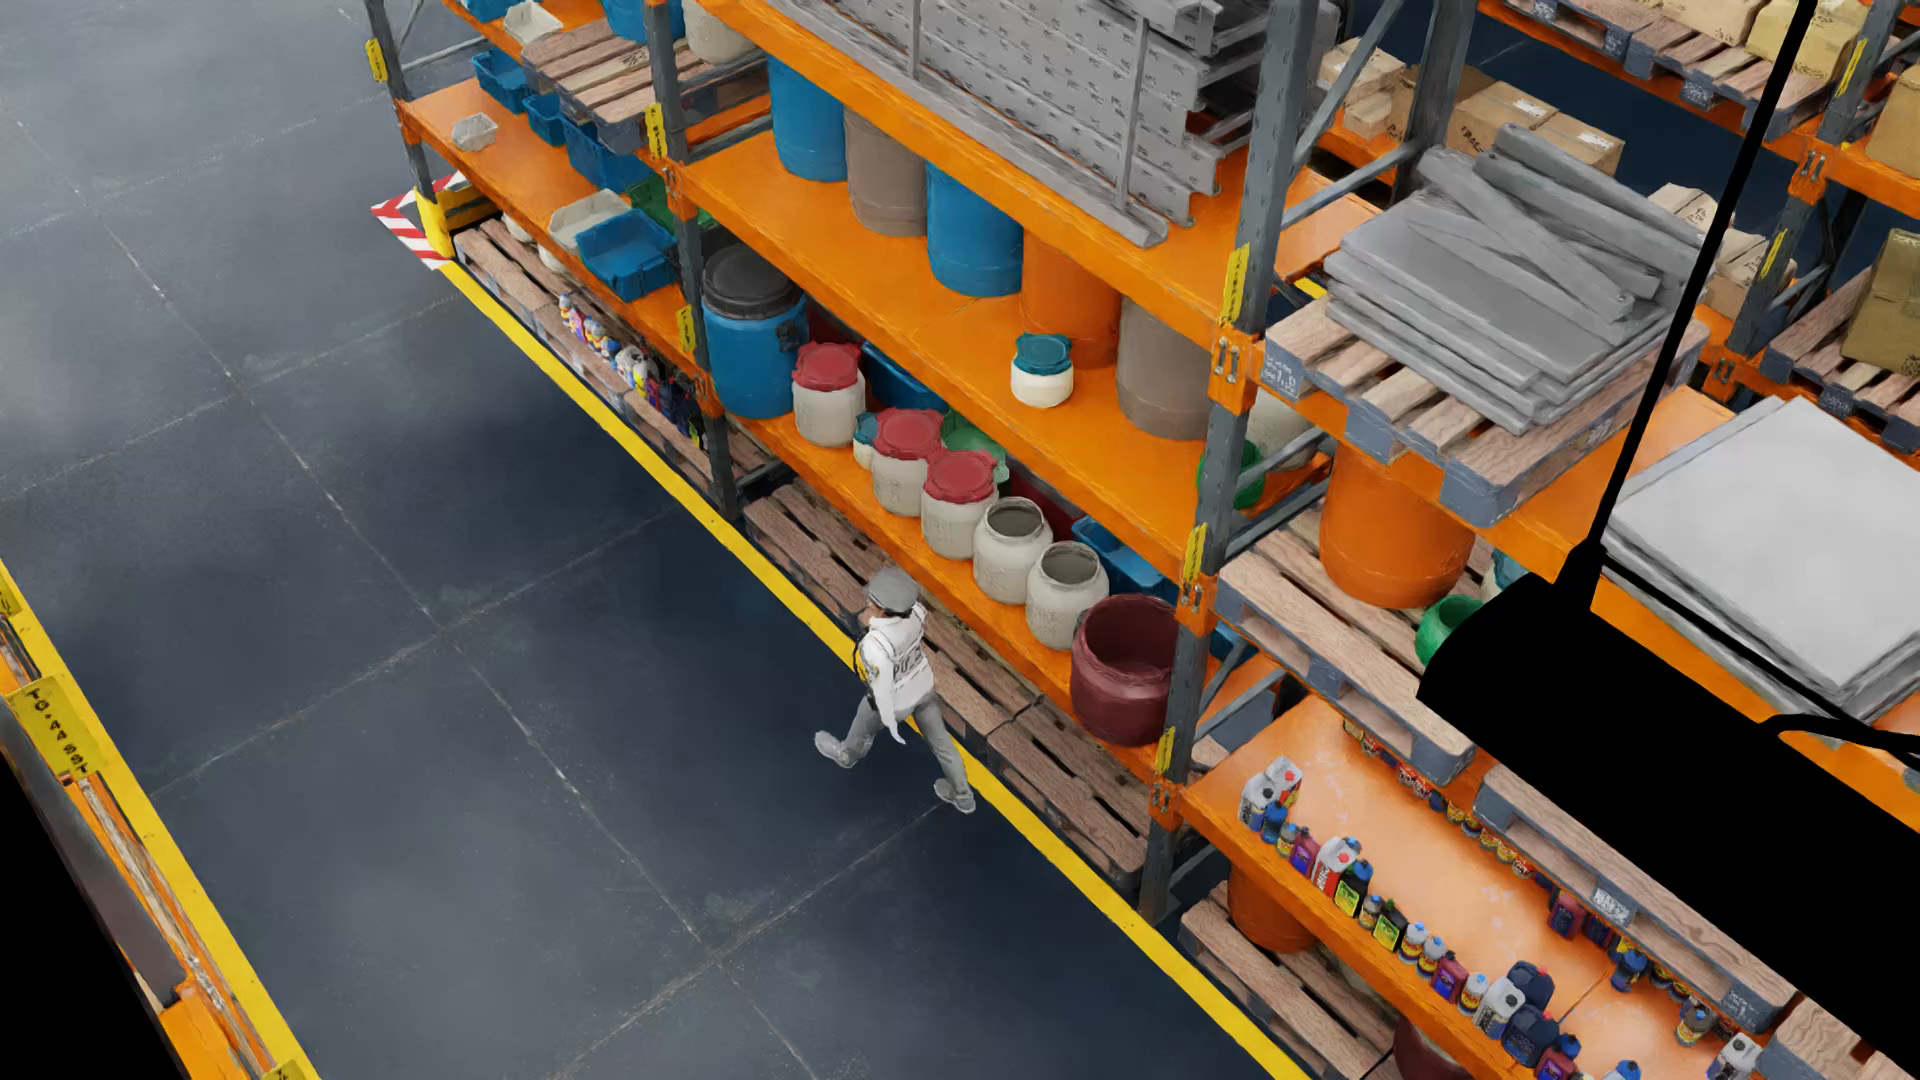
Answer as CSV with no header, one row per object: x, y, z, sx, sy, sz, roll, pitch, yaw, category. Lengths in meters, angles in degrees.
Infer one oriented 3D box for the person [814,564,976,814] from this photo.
-0.342,0.749,8.748,0.995,1.620,0.483,32,54,27,person
